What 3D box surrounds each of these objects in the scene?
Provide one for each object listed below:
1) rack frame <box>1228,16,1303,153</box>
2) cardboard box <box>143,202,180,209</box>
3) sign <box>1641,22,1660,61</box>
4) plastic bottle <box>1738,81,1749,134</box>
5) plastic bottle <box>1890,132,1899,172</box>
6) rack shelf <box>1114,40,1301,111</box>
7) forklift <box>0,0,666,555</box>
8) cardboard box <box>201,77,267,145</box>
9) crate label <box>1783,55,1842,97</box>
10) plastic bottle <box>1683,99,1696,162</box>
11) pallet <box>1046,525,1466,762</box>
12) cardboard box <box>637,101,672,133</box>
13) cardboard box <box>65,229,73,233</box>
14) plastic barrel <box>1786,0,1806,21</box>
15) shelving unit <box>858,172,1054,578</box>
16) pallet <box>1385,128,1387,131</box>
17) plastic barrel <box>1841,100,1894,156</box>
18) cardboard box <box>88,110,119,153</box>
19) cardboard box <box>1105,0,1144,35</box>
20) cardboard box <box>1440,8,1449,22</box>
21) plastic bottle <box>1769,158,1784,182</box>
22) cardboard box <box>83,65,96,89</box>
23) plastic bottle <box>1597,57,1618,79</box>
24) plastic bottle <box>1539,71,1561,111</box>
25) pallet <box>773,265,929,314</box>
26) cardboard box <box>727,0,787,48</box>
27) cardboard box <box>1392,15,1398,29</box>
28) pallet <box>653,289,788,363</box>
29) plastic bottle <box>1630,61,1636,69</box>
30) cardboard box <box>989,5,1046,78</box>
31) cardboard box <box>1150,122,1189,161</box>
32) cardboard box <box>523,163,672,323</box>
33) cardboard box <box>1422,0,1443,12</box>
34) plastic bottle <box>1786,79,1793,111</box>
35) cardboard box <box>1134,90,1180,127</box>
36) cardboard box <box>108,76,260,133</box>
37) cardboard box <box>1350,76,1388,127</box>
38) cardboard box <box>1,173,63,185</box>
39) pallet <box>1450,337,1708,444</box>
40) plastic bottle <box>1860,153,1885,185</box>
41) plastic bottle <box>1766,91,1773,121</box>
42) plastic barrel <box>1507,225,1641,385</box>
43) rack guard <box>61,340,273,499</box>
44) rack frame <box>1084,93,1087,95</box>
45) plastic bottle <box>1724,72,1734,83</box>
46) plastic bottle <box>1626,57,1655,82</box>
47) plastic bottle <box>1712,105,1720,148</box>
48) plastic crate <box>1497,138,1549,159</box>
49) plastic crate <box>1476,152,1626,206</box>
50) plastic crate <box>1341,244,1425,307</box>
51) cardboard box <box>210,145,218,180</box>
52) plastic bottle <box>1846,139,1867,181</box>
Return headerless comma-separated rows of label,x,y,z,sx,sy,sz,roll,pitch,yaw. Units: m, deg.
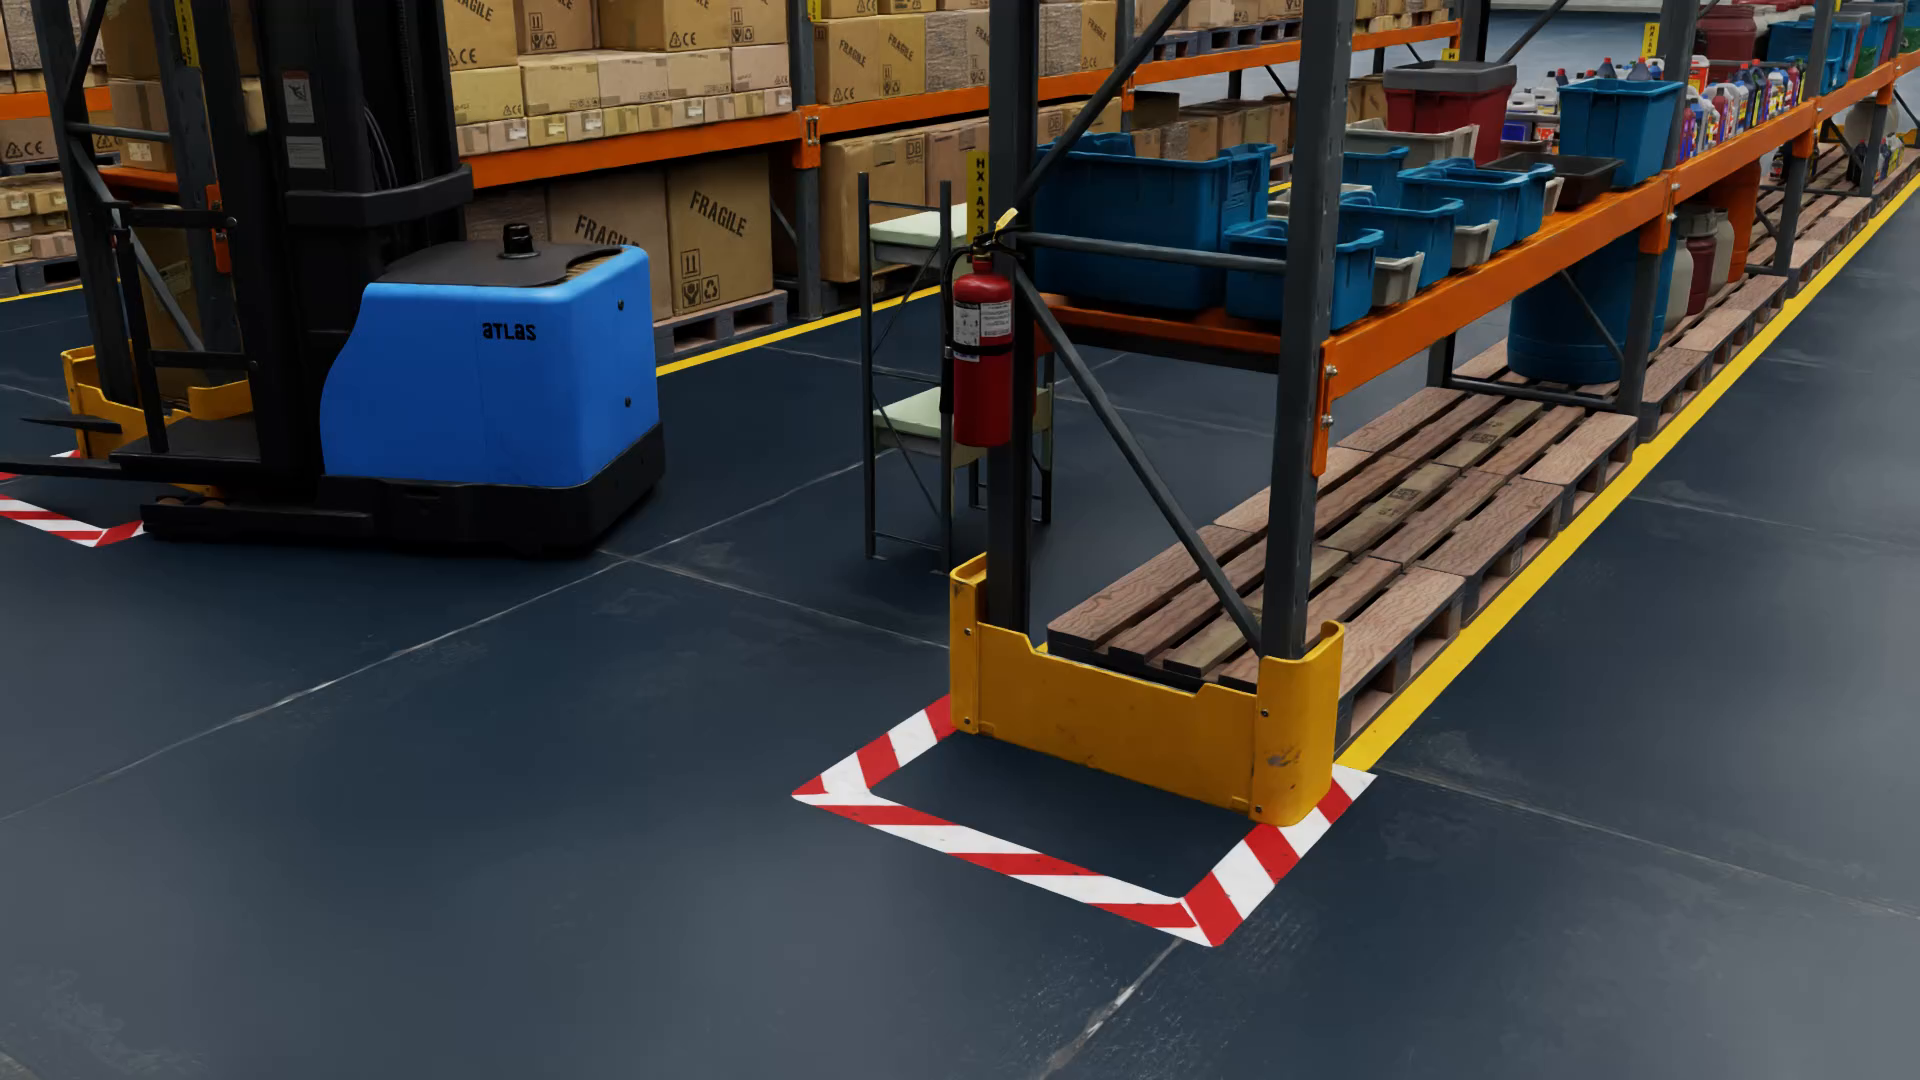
rack frame,3.175,-5.183,16.454,1.000,3.000,0.127,13,24,32
cardboard box,-5.908,-2.441,12.116,0.380,0.149,0.250,14,24,33
sign,4.564,-3.252,10.997,0.100,0.325,0.005,13,24,32
plastic bottle,4.143,-2.308,8.867,0.097,0.271,0.097,0,20,0
plastic bottle,8.518,-3.562,15.254,0.144,0.351,0.185,14,25,34
rack shelf,2.051,-4.272,15.028,1.077,0.370,4.000,13,24,32
forklift,-2.867,-1.543,6.711,3.031,2.935,1.130,3,21,9
cardboard box,-3.077,-1.895,7.351,0.500,0.250,0.500,13,24,30
crate label,5.570,-3.039,10.898,0.303,0.233,0.416,13,24,32
plastic bottle,3.409,-1.928,7.821,0.061,0.283,0.133,13,24,32
pallet,1.022,0.304,5.638,1.003,0.211,1.213,13,24,32
cardboard box,-1.800,-2.323,9.085,0.380,0.149,0.250,14,24,33
cardboard box,-6.198,-2.131,11.706,0.380,0.149,0.250,13,24,32
plastic barrel,6.140,-3.839,12.624,0.433,0.535,0.433,0,20,0
shelving unit,0.004,-0.705,6.510,0.431,1.500,0.755,13,24,32
pallet,4.209,-4.427,18.428,1.003,0.211,1.213,13,24,32
plastic barrel,8.932,-4.048,16.365,0.421,0.512,0.421,0,20,0
cardboard box,-8.734,-4.475,16.997,0.875,0.875,0.875,14,25,33
cardboard box,1.197,-4.442,13.701,0.500,0.500,0.500,10,23,25
cardboard box,5.434,-6.091,19.271,0.380,0.149,0.250,13,24,32
plastic bottle,7.218,-3.276,14.698,0.097,0.201,0.097,0,20,0
cardboard box,-6.153,-3.176,11.390,0.380,0.149,0.250,14,24,33
plastic bottle,3.640,-2.543,9.386,0.144,0.351,0.185,13,24,32
plastic bottle,3.021,-2.227,8.532,0.144,0.351,0.185,13,24,32
pallet,-0.950,-1.816,11.371,1.003,0.211,1.213,13,24,32
cardboard box,-1.359,-3.125,9.596,0.500,0.500,0.500,14,25,33
cardboard box,4.480,-5.582,17.894,0.380,0.149,0.250,13,24,32
pallet,-1.814,-1.377,10.184,1.003,0.211,1.213,13,24,32
plastic bottle,4.010,-2.725,9.978,0.061,0.283,0.133,13,24,32
cardboard box,0.280,-3.601,12.033,0.500,0.500,0.500,12,24,30
cardboard box,1.588,-3.427,14.676,0.700,0.500,0.500,11,23,27
cardboard box,-2.265,-1.656,9.377,0.875,0.875,0.875,13,24,32
cardboard box,4.910,-6.198,18.625,0.875,0.500,0.500,13,24,32
plastic bottle,4.939,-2.682,9.977,0.097,0.201,0.097,0,20,0
cardboard box,1.568,-3.774,14.531,0.500,0.250,0.500,17,26,38
cardboard box,-3.517,-2.000,7.636,0.500,0.250,0.500,13,24,31
cardboard box,4.751,-5.002,18.961,0.500,0.500,0.500,-17,26,-38
cardboard box,-6.632,-2.521,11.904,0.380,0.149,0.250,13,24,32
pallet,3.243,-0.828,8.698,1.003,0.211,1.213,13,24,32
plastic bottle,7.972,-3.250,14.520,0.152,0.276,0.135,14,25,34
plastic bottle,4.556,-2.486,9.449,0.097,0.201,0.097,0,20,0
plastic barrel,3.094,-1.288,8.342,0.600,0.901,0.708,13,24,32
rack guard,-3.584,-0.561,7.561,1.175,0.500,0.348,13,24,32
rack frame,1.379,-7.327,22.250,1.000,3.000,0.127,13,24,32
plastic bottle,4.283,-2.463,9.268,0.061,0.283,0.133,13,24,32
plastic bottle,3.841,-2.552,9.410,0.144,0.351,0.185,13,24,32
plastic bottle,3.753,-2.076,8.341,0.097,0.201,0.097,0,20,0
plastic crate,2.395,-1.721,7.387,0.396,0.136,0.243,13,24,32
plastic crate,2.368,-1.448,6.665,0.437,0.125,0.590,13,24,32
plastic crate,1.186,-0.761,4.793,0.250,0.136,0.298,13,24,32
cardboard box,-3.098,-1.660,7.291,0.380,0.149,0.250,14,24,32
plastic bottle,7.949,-3.360,14.710,0.144,0.351,0.185,13,24,32
